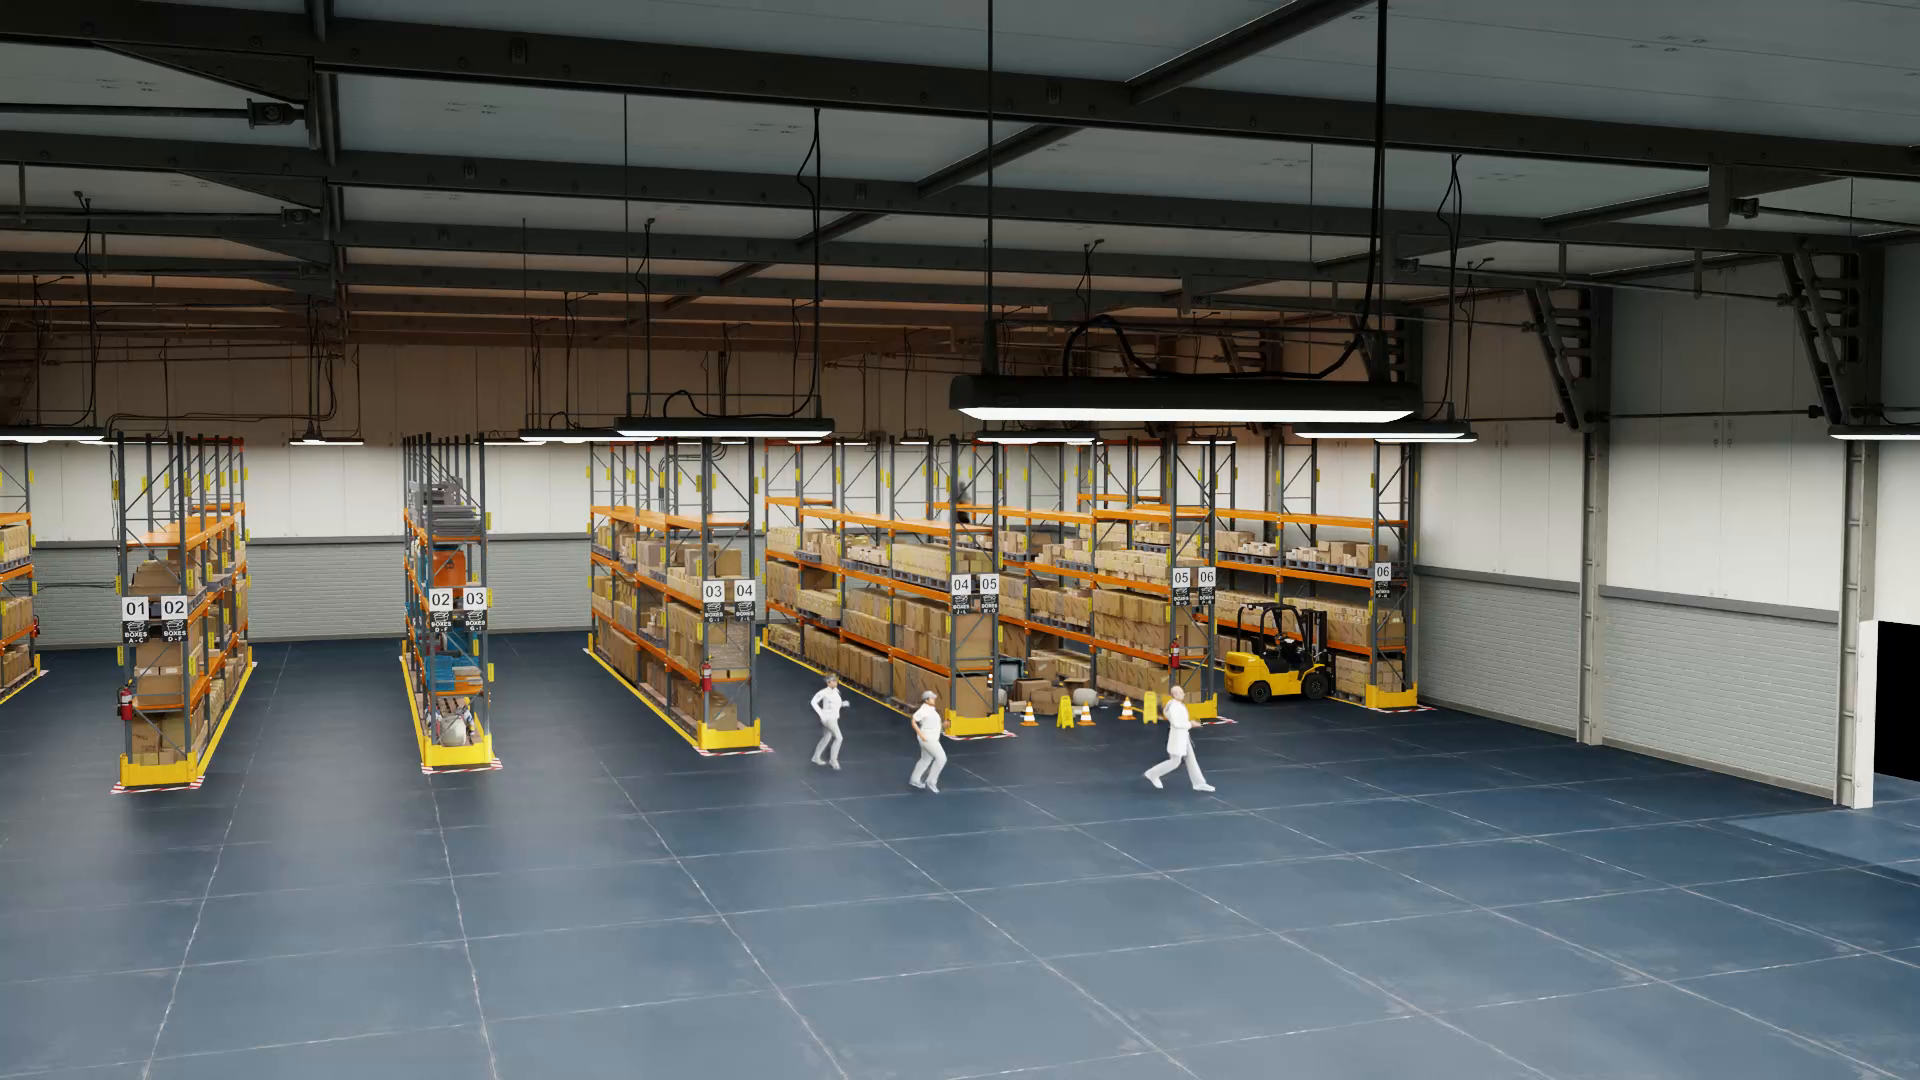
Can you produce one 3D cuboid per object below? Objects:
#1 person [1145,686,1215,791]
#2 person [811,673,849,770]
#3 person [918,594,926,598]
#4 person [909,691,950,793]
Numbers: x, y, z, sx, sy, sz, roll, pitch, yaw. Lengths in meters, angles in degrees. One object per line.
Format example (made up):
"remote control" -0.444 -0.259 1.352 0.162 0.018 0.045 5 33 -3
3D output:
"person" 3.648 3.284 27.519 1.154 1.736 0.725 1 3 16
"person" -2.322 3.245 29.736 0.738 1.760 0.579 1 3 23
"person" -1.156 2.022 51.444 0.581 1.698 0.777 0 3 8
"person" -0.505 3.364 27.707 0.690 1.708 0.575 0 3 5
